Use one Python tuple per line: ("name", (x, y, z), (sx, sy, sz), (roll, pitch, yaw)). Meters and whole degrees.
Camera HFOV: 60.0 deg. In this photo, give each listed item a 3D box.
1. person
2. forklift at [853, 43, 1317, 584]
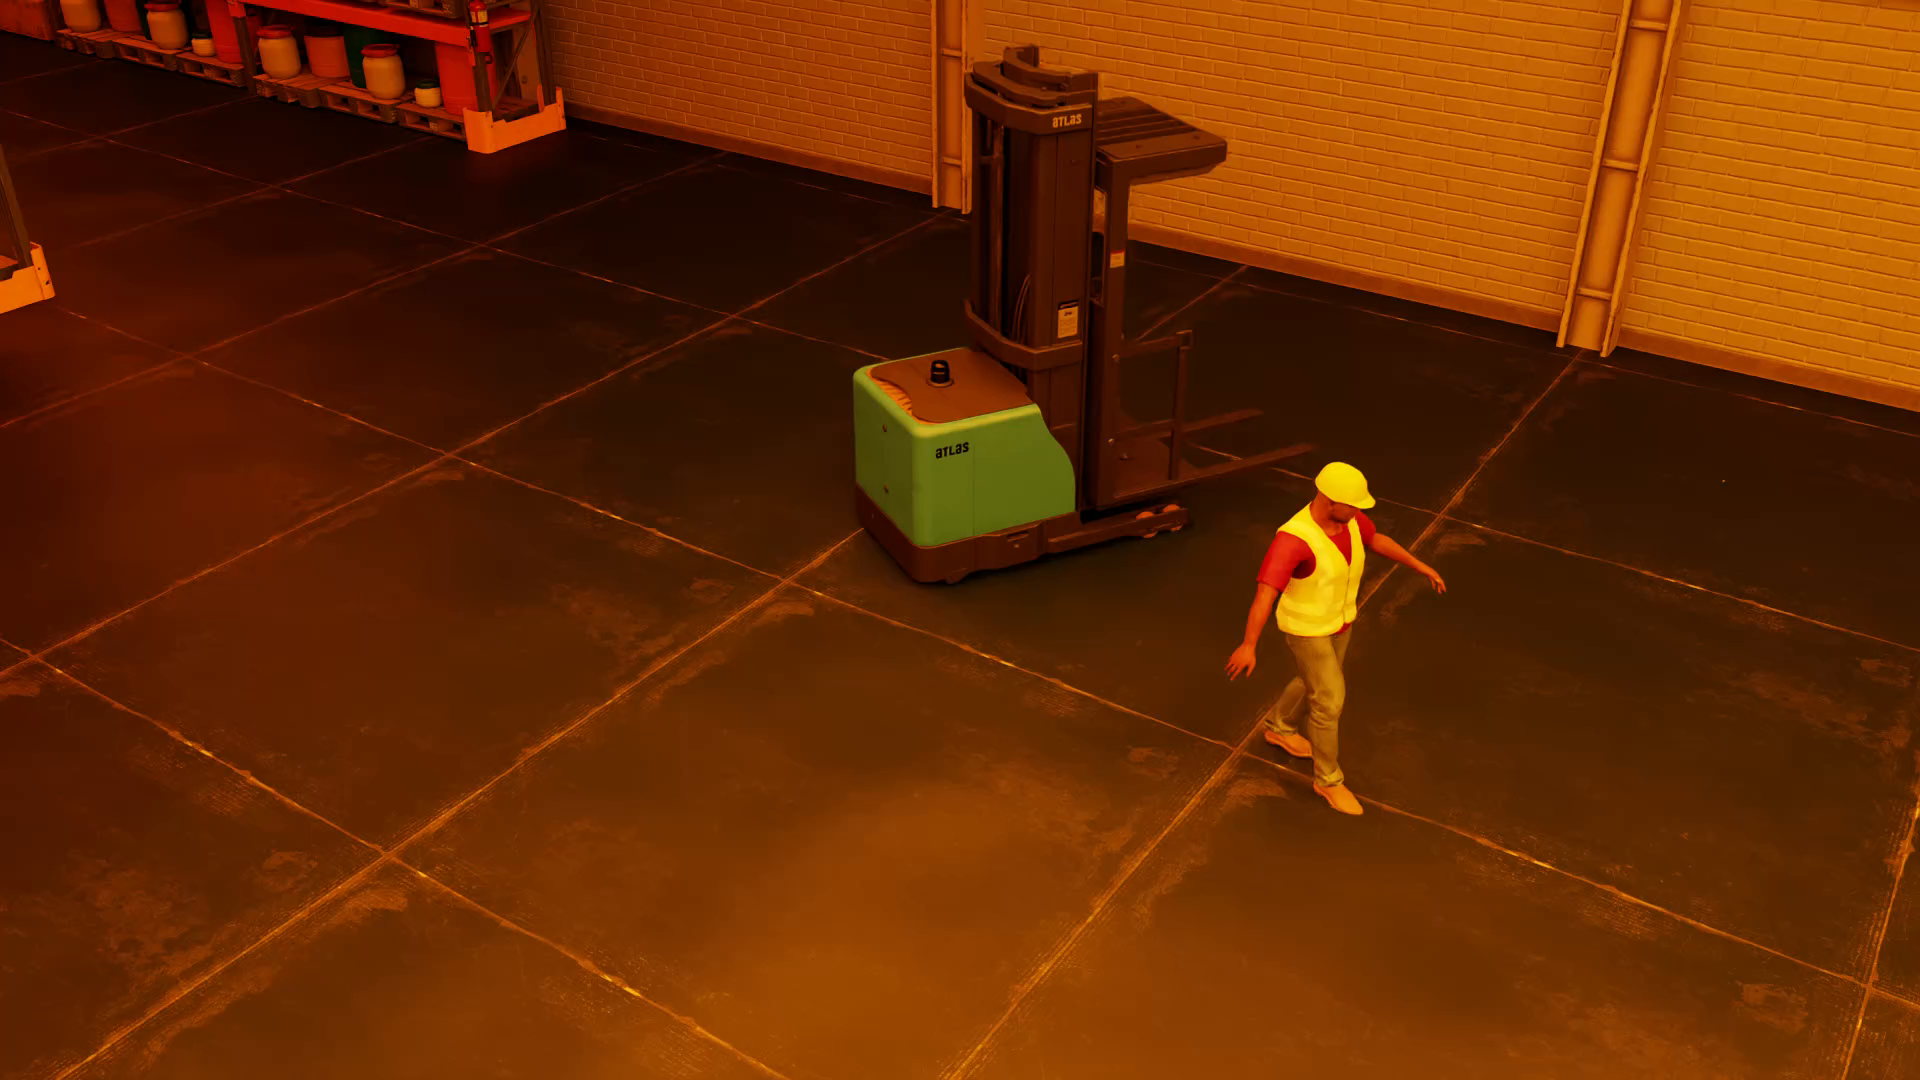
("person", (1.784, 0.448, 8.020), (0.734, 1.755, 1.046), (25, 39, 36))
("forklift", (0.883, -1.504, 10.172), (3.031, 2.935, 1.130), (-14, 33, -22))
